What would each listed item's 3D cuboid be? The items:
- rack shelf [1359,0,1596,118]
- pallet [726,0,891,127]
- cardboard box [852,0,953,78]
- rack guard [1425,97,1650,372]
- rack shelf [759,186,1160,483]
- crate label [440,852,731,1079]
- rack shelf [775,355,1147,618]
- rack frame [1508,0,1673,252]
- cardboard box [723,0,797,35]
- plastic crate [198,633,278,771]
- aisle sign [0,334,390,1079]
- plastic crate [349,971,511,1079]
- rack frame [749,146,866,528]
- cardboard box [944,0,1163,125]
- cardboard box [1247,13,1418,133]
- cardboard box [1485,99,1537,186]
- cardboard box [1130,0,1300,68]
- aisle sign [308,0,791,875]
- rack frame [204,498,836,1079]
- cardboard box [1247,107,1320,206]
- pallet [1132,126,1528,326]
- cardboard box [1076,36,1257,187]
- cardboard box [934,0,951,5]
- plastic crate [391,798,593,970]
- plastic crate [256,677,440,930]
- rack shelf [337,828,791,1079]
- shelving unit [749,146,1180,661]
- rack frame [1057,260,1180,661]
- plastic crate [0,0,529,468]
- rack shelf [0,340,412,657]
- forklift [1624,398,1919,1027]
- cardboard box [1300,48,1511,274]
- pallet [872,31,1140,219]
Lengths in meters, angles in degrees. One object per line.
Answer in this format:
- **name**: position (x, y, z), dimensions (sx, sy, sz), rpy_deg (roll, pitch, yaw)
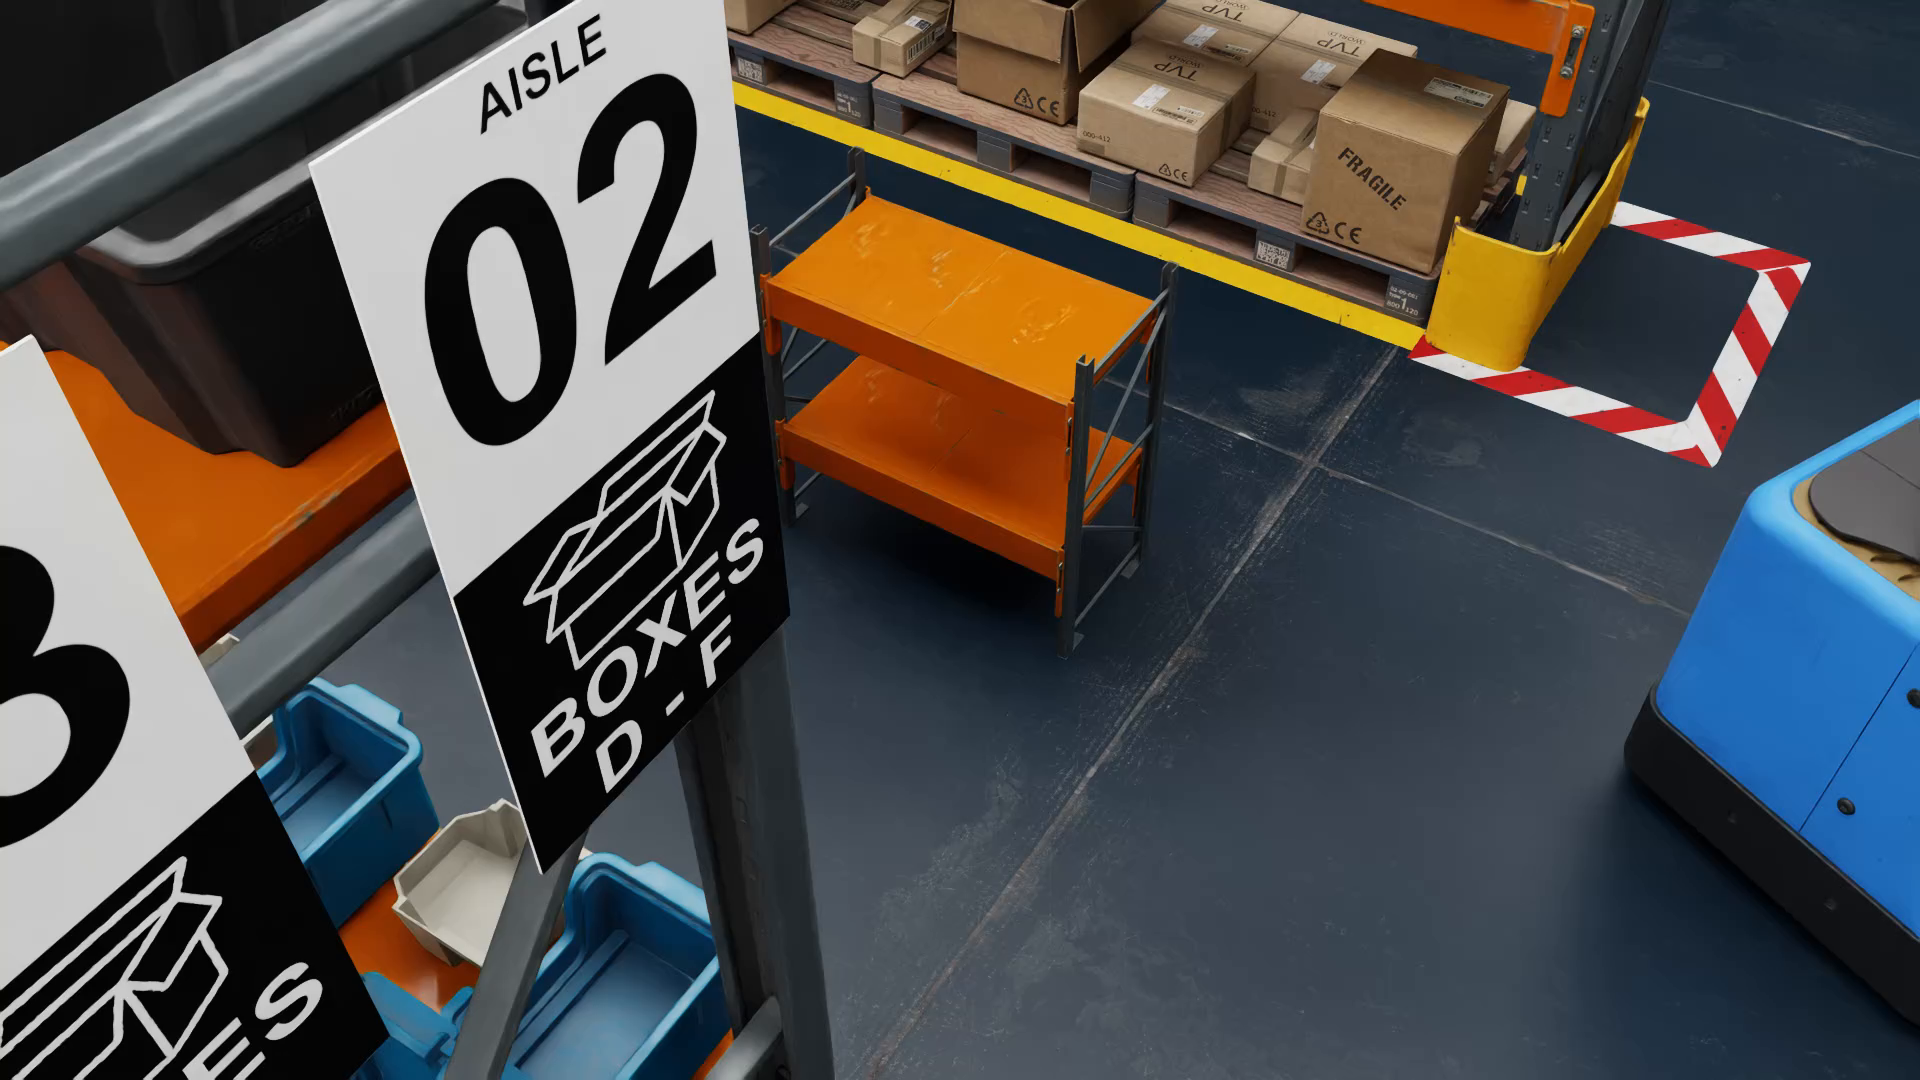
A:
- **rack shelf**: position (0.480, -2.529, 6.118), dimensions (4.000, 0.370, 1.077), rpy_deg (25, 51, 22)
- **pallet**: position (-0.626, -2.316, 7.354), dimensions (1.213, 0.211, 1.003), rpy_deg (25, 51, 22)
- **cardboard box**: position (-0.233, -2.098, 6.866), dimensions (0.250, 0.166, 0.380), rpy_deg (25, 51, 22)
- **rack guard**: position (2.100, -1.164, 6.033), dimensions (0.348, 0.500, 1.175), rpy_deg (25, 51, 22)
- **rack shelf**: position (0.006, -0.593, 4.634), dimensions (1.000, 0.278, 0.538), rpy_deg (25, 51, 22)
- **crate label**: position (-0.544, 0.726, 2.528), dimensions (0.303, 0.233, 0.416), rpy_deg (25, 51, 22)
- **rack shelf**: position (0.006, -0.219, 5.019), dimensions (1.000, 0.278, 0.538), rpy_deg (25, 51, 22)
- **rack frame**: position (2.164, -2.006, 5.108), dimensions (0.127, 3.000, 1.000), rpy_deg (25, 51, 22)
- **cardboard box**: position (-0.967, -2.478, 7.134), dimensions (0.500, 0.311, 0.500), rpy_deg (25, 51, 22)
- **plastic crate**: position (-1.340, 0.323, 2.987), dimensions (0.298, 0.136, 0.250), rpy_deg (25, 51, 22)
- **aisle sign**: position (-0.611, 0.282, 1.072), dimensions (0.004, 0.787, 0.394), rpy_deg (25, 51, 22)
- **plastic crate**: position (-0.896, 0.933, 2.185), dimensions (0.499, 0.435, 0.616), rpy_deg (25, 51, 22)
- **rack frame**: position (-0.422, -0.586, 5.035), dimensions (0.032, 1.125, 0.500), rpy_deg (25, 51, 22)
- **cardboard box**: position (0.381, -2.114, 6.646), dimensions (0.637, 0.503, 0.797), rpy_deg (25, 51, 22)
- **cardboard box**: position (1.438, -1.776, 6.495), dimensions (0.500, 0.250, 0.500), rpy_deg (25, 51, 22)
- **cardboard box**: position (1.997, -1.535, 6.331), dimensions (0.250, 0.149, 0.380), rpy_deg (25, 51, 22)
- **cardboard box**: position (1.017, -1.970, 6.683), dimensions (0.500, 0.250, 0.500), rpy_deg (25, 51, 22)
- **aisle sign**: position (-0.293, -0.074, 1.418), dimensions (0.004, 0.787, 0.394), rpy_deg (25, 51, 22)
- **rack frame**: position (-0.514, 0.983, 2.203), dimensions (0.127, 3.000, 1.000), rpy_deg (25, 51, 22)
- **cardboard box**: position (1.281, -1.445, 6.231), dimensions (0.250, 0.166, 0.380), rpy_deg (25, 51, 22)
- **pallet**: position (1.428, -1.371, 6.436), dimensions (1.213, 0.211, 1.003), rpy_deg (25, 51, 22)
- **cardboard box**: position (0.790, -1.649, 6.371), dimensions (0.500, 0.250, 0.500), rpy_deg (25, 51, 22)
- **cardboard box**: position (0.061, -2.431, 7.089), dimensions (0.500, 0.311, 0.500), rpy_deg (25, 51, 22)
- **plastic crate**: position (-0.769, 0.585, 2.732), dimensions (0.298, 0.136, 0.250), rpy_deg (25, 51, 22)
- **plastic crate**: position (-1.098, 0.471, 2.775), dimensions (0.300, 0.233, 0.416), rpy_deg (25, 51, 22)
- **rack shelf**: position (-2.197, 0.459, 3.214), dimensions (4.000, 0.370, 1.077), rpy_deg (25, 51, 22)
- **shelving unit**: position (0.006, -0.389, 4.844), dimensions (1.048, 1.125, 0.538), rpy_deg (25, 51, 22)
- **rack frame**: position (0.434, -0.193, 4.653), dimensions (0.032, 1.125, 0.500), rpy_deg (25, 51, 22)
- **plastic crate**: position (-0.687, -0.334, 1.483), dimensions (0.590, 0.269, 0.497), rpy_deg (25, 51, 22)
- **rack shelf**: position (-2.197, -0.586, 2.138), dimensions (4.000, 0.370, 1.077), rpy_deg (25, 51, 22)
- **forklift**: position (3.349, -0.648, 3.836), dimensions (3.031, 2.935, 1.130), rpy_deg (-24, 50, -22)
- **cardboard box**: position (1.573, -1.350, 5.906), dimensions (0.500, 0.500, 0.500), rpy_deg (25, 51, 22)
- **pallet**: position (0.405, -1.844, 6.895), dimensions (1.213, 0.211, 1.003), rpy_deg (25, 51, 22)
